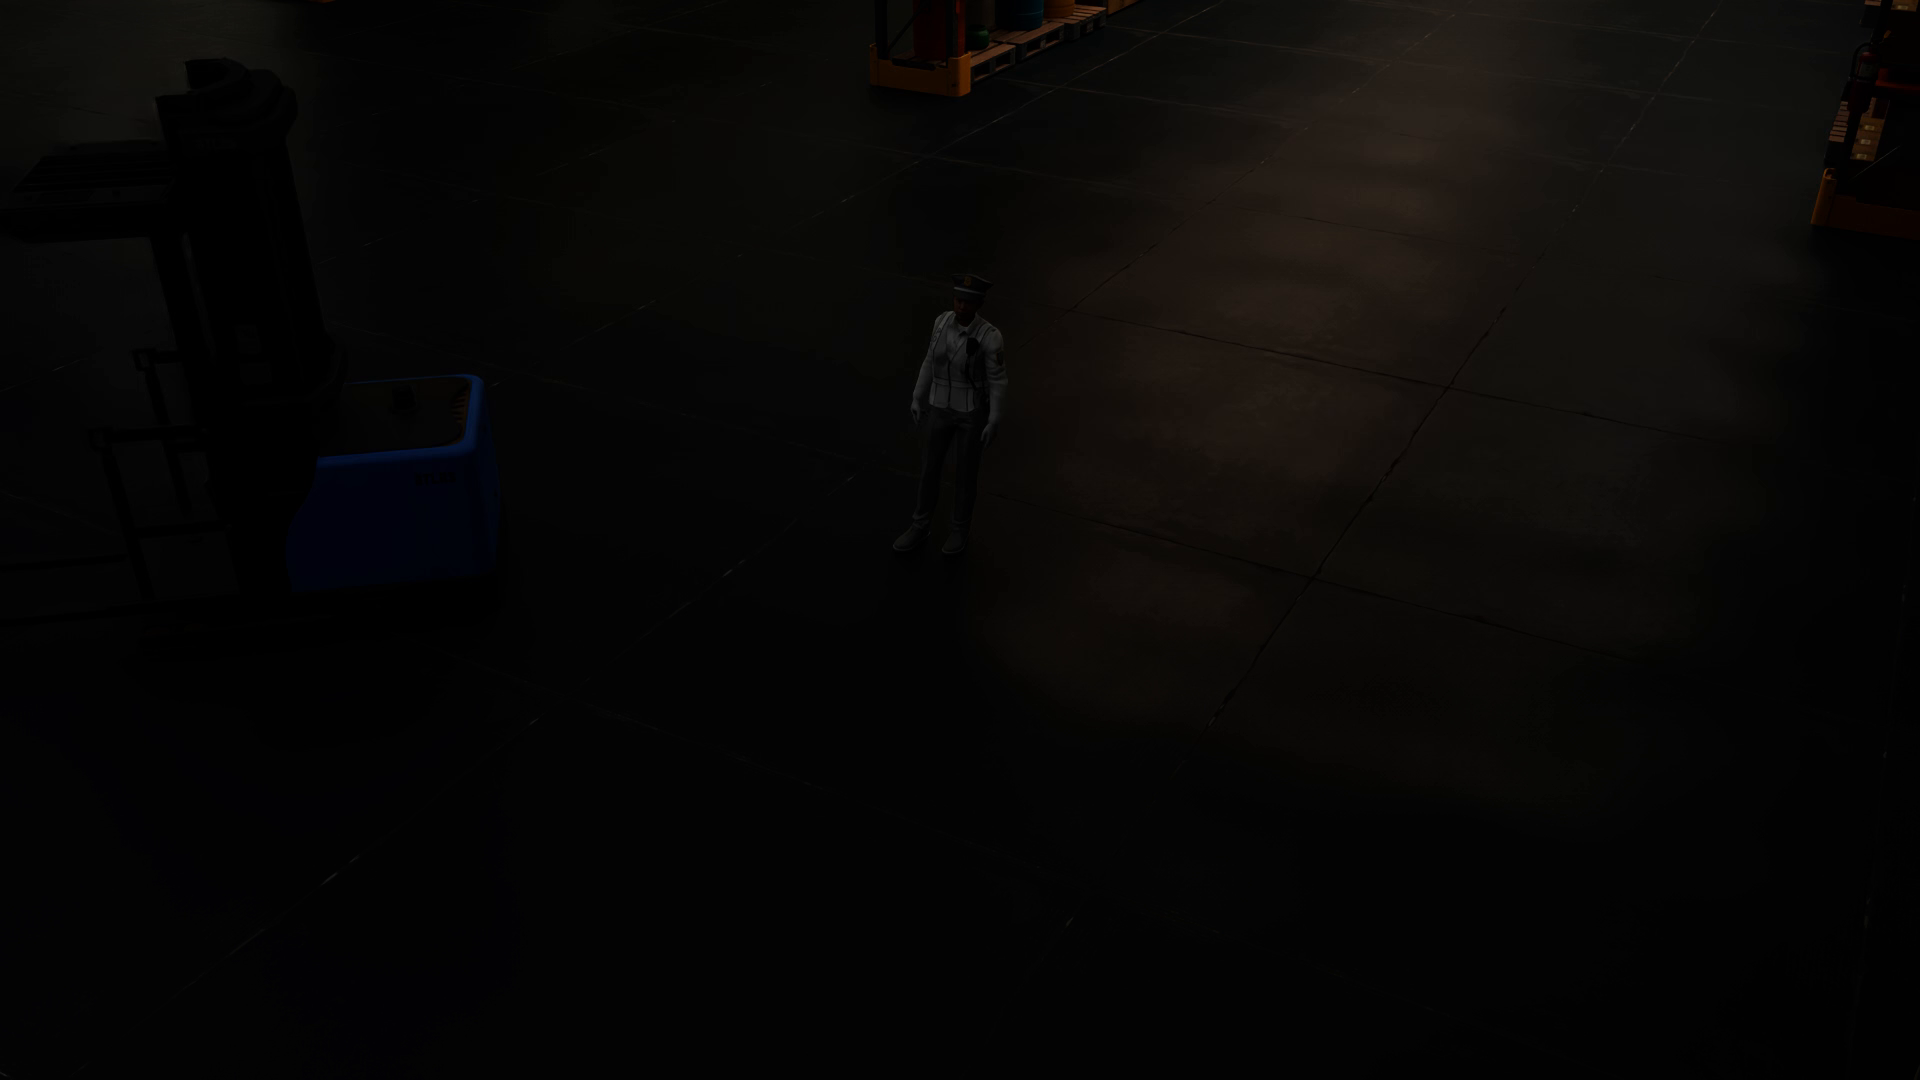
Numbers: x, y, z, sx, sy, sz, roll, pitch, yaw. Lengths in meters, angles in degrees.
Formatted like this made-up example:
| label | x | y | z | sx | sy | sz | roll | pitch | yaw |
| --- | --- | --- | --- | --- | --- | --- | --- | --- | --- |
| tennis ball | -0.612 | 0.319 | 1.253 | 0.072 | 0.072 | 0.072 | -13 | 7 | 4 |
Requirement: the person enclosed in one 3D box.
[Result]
| label | x | y | z | sx | sy | sz | roll | pitch | yaw |
| --- | --- | --- | --- | --- | --- | --- | --- | --- | --- |
| person | -0.039 | -0.712 | 9.526 | 0.587 | 1.695 | 0.531 | 15 | 33 | 25 |

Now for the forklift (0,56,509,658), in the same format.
| label | x | y | z | sx | sy | sz | roll | pitch | yaw |
| --- | --- | --- | --- | --- | --- | --- | --- | --- | --- |
| forklift | -4.112 | -0.924 | 8.672 | 3.031 | 2.935 | 1.130 | -6 | 30 | -10 |
